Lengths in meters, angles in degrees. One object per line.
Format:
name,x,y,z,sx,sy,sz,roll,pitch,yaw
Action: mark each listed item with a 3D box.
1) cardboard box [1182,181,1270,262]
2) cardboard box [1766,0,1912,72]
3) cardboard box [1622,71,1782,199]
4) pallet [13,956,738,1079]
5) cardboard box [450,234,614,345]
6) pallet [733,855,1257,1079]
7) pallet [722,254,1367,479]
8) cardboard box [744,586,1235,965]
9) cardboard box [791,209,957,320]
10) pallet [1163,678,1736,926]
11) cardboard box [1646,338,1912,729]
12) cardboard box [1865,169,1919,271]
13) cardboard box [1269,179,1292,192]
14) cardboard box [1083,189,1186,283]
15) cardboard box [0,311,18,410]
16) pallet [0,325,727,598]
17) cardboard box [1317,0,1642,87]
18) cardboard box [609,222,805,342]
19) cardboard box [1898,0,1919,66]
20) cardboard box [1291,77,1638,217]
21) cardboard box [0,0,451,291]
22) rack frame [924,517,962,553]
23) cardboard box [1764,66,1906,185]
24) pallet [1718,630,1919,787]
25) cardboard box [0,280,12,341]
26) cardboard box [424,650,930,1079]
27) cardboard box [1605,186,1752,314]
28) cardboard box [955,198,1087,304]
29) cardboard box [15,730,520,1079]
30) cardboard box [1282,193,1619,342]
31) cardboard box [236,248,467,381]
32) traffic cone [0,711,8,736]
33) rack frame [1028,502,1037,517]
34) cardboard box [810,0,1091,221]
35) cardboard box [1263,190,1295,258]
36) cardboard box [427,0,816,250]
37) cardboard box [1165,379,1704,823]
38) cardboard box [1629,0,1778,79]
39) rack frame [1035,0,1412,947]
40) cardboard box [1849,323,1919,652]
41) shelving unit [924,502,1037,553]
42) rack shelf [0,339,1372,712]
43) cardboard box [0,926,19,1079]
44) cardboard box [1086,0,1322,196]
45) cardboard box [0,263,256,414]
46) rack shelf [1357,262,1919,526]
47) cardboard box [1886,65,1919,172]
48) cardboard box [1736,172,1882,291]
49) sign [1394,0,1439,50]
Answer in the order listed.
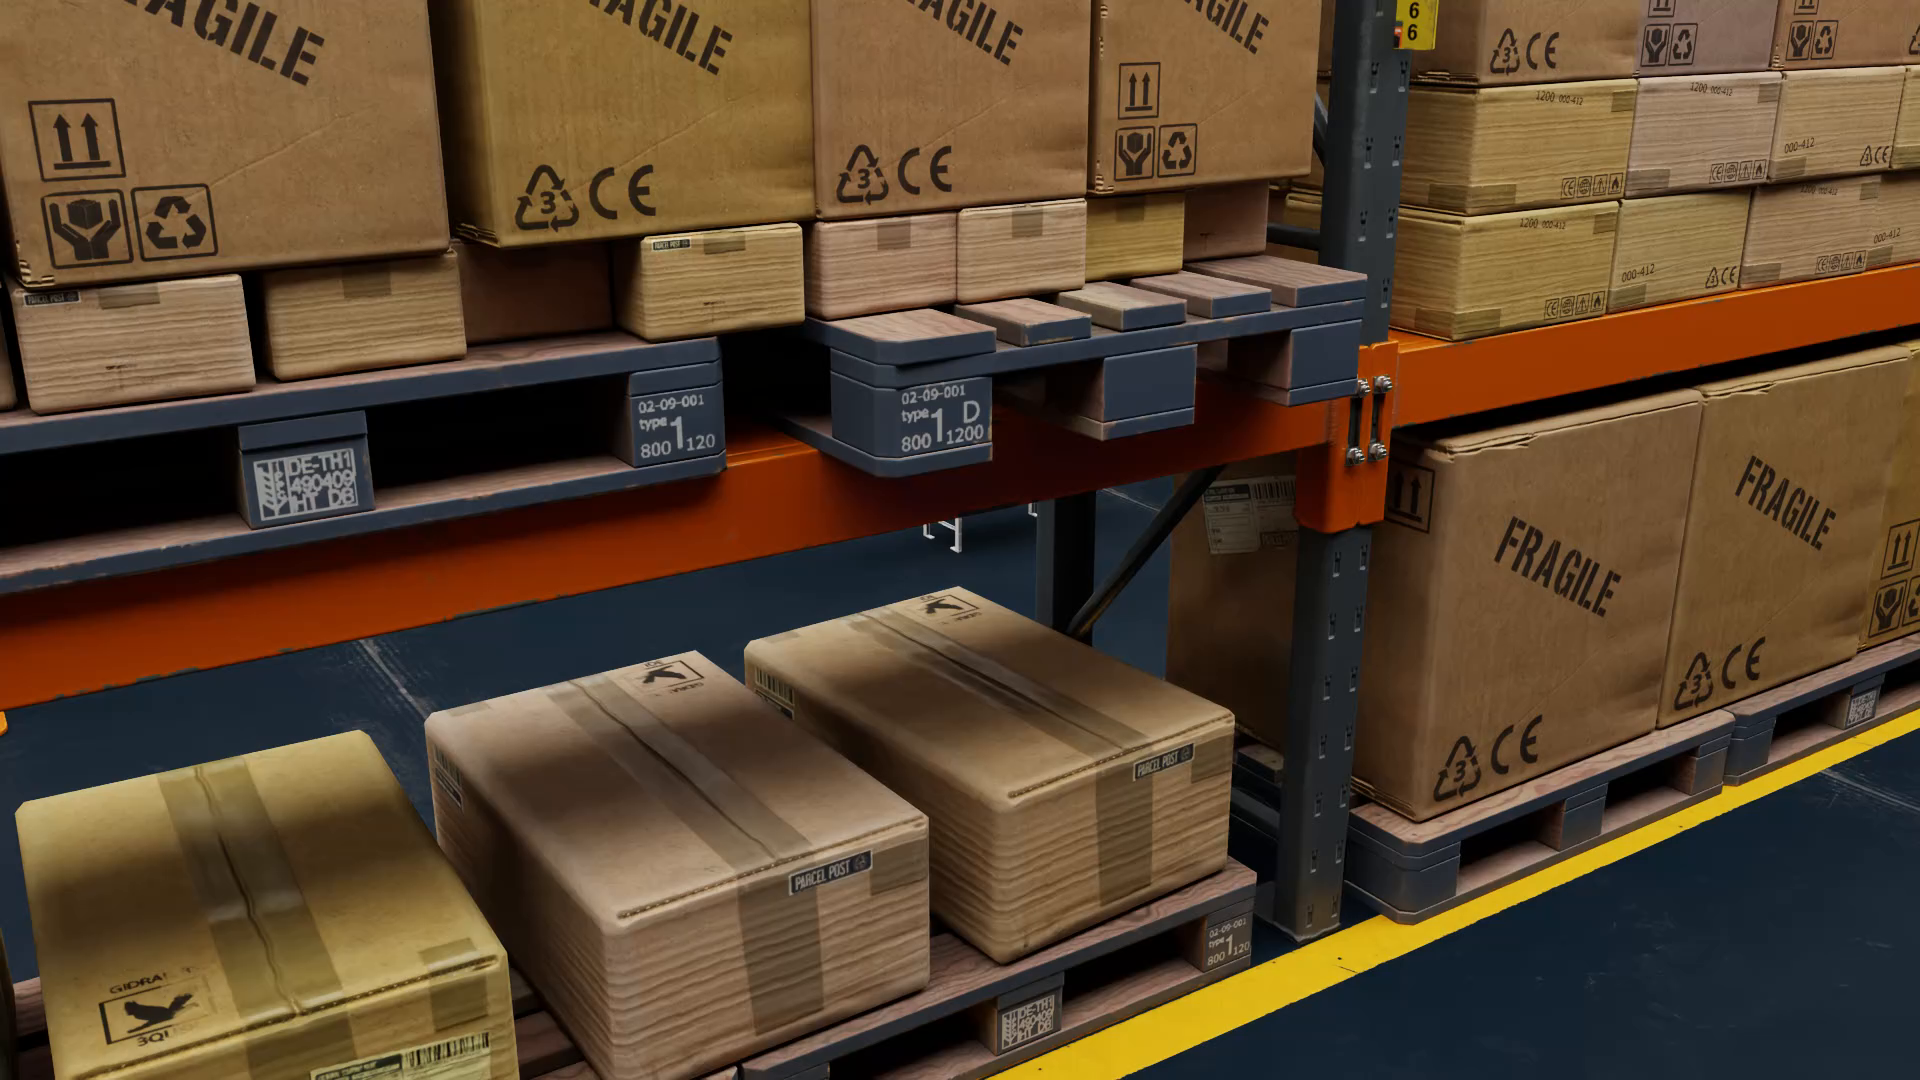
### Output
cardboard box,0.372,-0.638,3.185,0.250,0.149,0.380,-11,22,-29
cardboard box,1.912,-1.398,3.980,0.500,0.500,0.500,-11,22,-30
cardboard box,1.507,-0.959,3.850,0.500,0.250,0.500,-11,22,-30
pallet,-1.155,0.993,2.978,1.213,0.211,1.003,-12,22,-31
cardboard box,-0.714,-0.410,2.511,0.250,0.149,0.380,-12,22,-31
pallet,-0.137,0.779,3.610,1.213,0.211,1.003,-12,22,-31
pallet,-0.021,-0.434,3.145,1.003,0.211,1.213,-12,22,-31
cardboard box,0.039,0.464,3.637,0.625,0.372,0.950,-14,23,-35
cardboard box,-0.213,-0.473,2.697,0.250,0.149,0.380,-13,23,-34
pallet,1.216,0.523,4.367,1.213,0.211,1.003,-12,22,-31
cardboard box,1.886,-0.127,4.598,0.875,0.875,0.875,-12,22,-31
cardboard box,2.334,-0.901,4.460,0.500,0.250,0.500,-12,22,-31
cardboard box,0.781,-0.998,3.967,0.500,0.250,0.500,-12,22,-32
cardboard box,0.188,-0.572,2.989,0.250,0.149,0.380,-12,22,-31
cardboard box,-1.336,-0.256,2.056,0.250,0.149,0.380,-12,22,-31
pallet,-1.115,-0.228,2.536,1.213,0.211,1.003,-12,22,-31
cardboard box,1.062,-1.221,3.457,0.500,0.500,0.500,-13,22,-33
cardboard box,-0.435,-0.421,2.543,0.250,0.149,0.380,-11,22,-30
cardboard box,2.335,-1.486,4.240,0.500,0.500,0.500,-12,22,-31
cardboard box,1.075,-0.868,3.582,0.500,0.250,0.500,-12,22,-32
cardboard box,-1.014,-0.633,2.156,0.500,0.500,0.500,-13,23,-34
rack frame,-0.066,-0.555,6.012,0.015,1.200,0.240,-12,22,-31
cardboard box,1.930,-1.043,4.100,0.500,0.250,0.500,-12,22,-32
pallet,2.234,0.310,4.999,1.213,0.211,1.003,-12,22,-31
cardboard box,-1.410,-0.414,2.521,0.250,0.149,0.380,-13,23,-33
cardboard box,-0.573,0.596,3.246,0.625,0.372,0.950,-12,22,-32
cardboard box,1.482,-0.722,3.931,0.500,0.250,0.500,-13,22,-33
cardboard box,0.002,-0.515,2.822,0.250,0.149,0.380,-12,22,-32
cardboard box,-1.210,0.728,2.855,0.625,0.372,0.950,-11,22,-30
cardboard box,1.063,-0.627,3.649,0.500,0.250,0.500,-12,22,-32
cardboard box,-0.879,-0.344,2.316,0.250,0.149,0.380,-13,22,-33
traffic cone,-2.867,0.316,4.588,0.334,0.463,0.336,-12,22,-31
rack frame,0.342,-0.641,6.266,0.015,1.200,0.240,-12,22,-31
cardboard box,-0.136,-0.818,2.704,0.500,0.500,0.500,-12,22,-32
cardboard box,0.796,-0.766,4.062,0.500,0.250,0.500,-13,23,-33
cardboard box,-0.557,-0.729,2.440,0.500,0.500,0.500,-14,23,-35
cardboard box,1.139,0.029,4.137,0.875,0.875,0.875,-12,22,-32
cardboard box,1.471,-1.311,3.723,0.500,0.500,0.500,-12,22,-31
rack frame,0.516,-0.679,3.569,0.127,3.000,1.000,-12,22,-31
cardboard box,2.633,-0.284,5.063,0.875,0.875,0.875,-11,22,-30
shelving unit,0.138,-0.598,6.139,0.503,1.200,0.258,-12,22,-31
rack shelf,-1.154,0.014,2.643,4.000,0.370,1.077,-12,22,-31
cardboard box,-1.789,0.851,2.492,0.625,0.372,0.950,-10,21,-28
cardboard box,0.289,-0.912,2.982,0.500,0.500,0.500,-13,22,-33
cardboard box,-1.085,-0.289,2.153,0.250,0.149,0.380,-11,22,-29
rack shelf,2.186,-0.690,4.727,4.000,0.370,1.077,-12,22,-31
cardboard box,2.361,-1.129,4.354,0.500,0.250,0.500,-11,22,-30
cardboard box,1.924,-0.813,4.200,0.500,0.250,0.500,-11,22,-30
sign,0.822,-1.046,2.972,0.005,0.325,0.100,-12,22,-31
